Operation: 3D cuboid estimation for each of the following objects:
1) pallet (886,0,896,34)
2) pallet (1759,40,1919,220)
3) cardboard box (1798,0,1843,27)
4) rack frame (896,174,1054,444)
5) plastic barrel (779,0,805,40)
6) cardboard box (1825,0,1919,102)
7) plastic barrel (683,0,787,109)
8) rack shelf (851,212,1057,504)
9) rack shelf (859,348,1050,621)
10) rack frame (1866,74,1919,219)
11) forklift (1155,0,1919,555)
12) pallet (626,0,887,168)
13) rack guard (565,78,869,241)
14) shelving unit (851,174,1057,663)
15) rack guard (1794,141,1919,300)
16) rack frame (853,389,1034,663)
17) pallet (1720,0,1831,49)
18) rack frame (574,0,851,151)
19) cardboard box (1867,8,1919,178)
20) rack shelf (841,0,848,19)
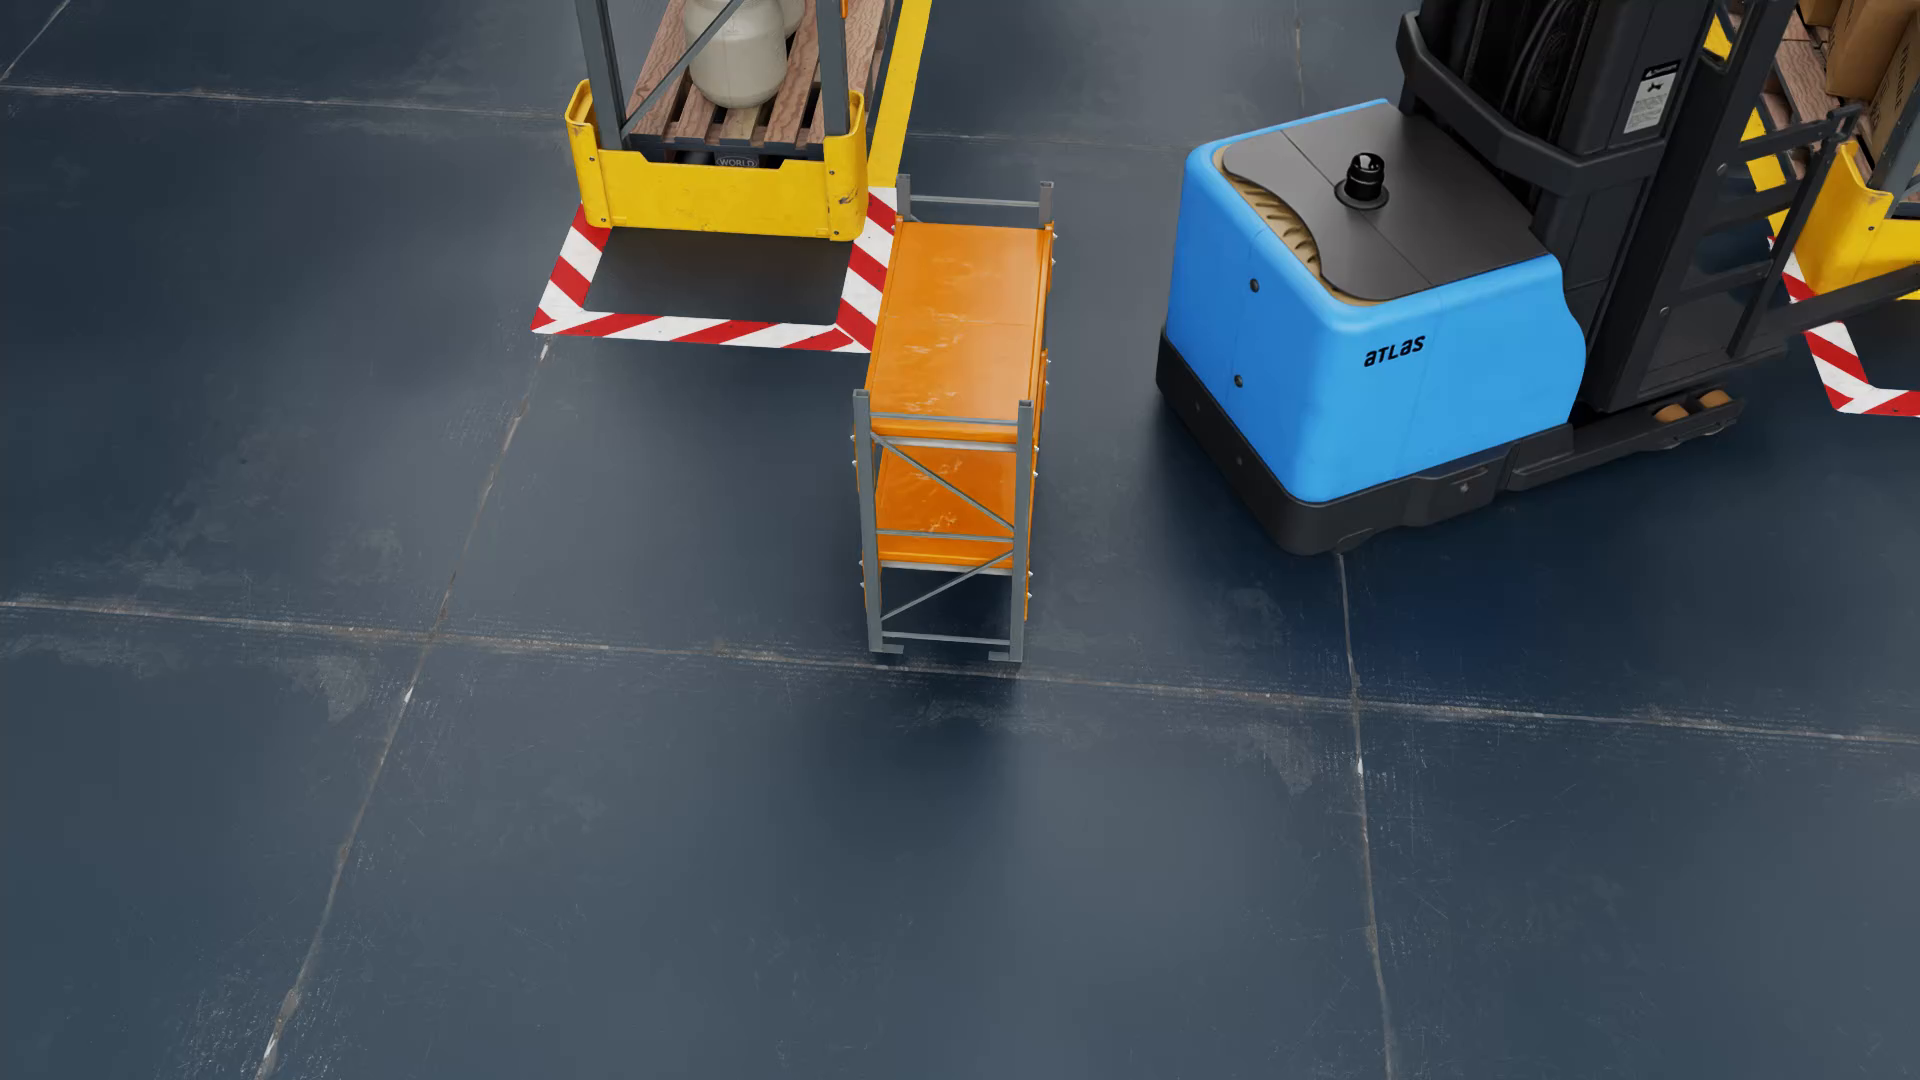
[{"bbox_3d":[-0.787,-2.960,8.315,1.003,0.211,1.213,4,48,4],"label":"pallet"},{"bbox_3d":[4.108,-1.728,7.187,1.003,0.211,1.213,4,48,4],"label":"pallet"},{"bbox_3d":[4.162,-2.675,7.573,0.500,0.500,0.500,8,48,7],"label":"cardboard box"},{"bbox_3d":[0.047,-0.758,5.681,0.500,1.125,0.032,4,48,4],"label":"rack frame"},{"bbox_3d":[-0.911,-2.511,7.415,0.421,0.512,0.421,0,48,0],"label":"plastic barrel"},{"bbox_3d":[4.086,-2.216,7.154,0.500,0.500,0.500,15,49,14],"label":"cardboard box"},{"bbox_3d":[-0.956,-2.143,7.078,0.421,0.512,0.421,0,48,0],"label":"plastic barrel"},{"bbox_3d":[0.001,-0.582,5.123,0.538,0.278,1.000,4,48,4],"label":"rack shelf"},{"bbox_3d":[0.001,-0.220,5.520,0.538,0.278,1.000,4,48,4],"label":"rack shelf"},{"bbox_3d":[3.992,-2.019,5.564,1.000,3.000,0.127,4,48,4],"label":"rack frame"},{"bbox_3d":[2.294,-1.660,5.282,3.031,2.935,1.130,-18,50,-15],"label":"forklift"},{"bbox_3d":[-0.901,-2.066,7.497,1.003,0.211,1.213,4,48,4],"label":"pallet"},{"bbox_3d":[-0.980,-1.567,6.845,1.175,0.500,0.348,4,48,4],"label":"rack guard"},{"bbox_3d":[0.001,-0.385,5.339,0.538,1.125,1.048,4,48,4],"label":"shelving unit"},{"bbox_3d":[3.999,-1.231,6.537,1.175,0.500,0.348,4,48,4],"label":"rack guard"},{"bbox_3d":[-0.046,-0.011,4.998,0.500,1.125,0.032,4,48,4],"label":"rack frame"},{"bbox_3d":[4.222,-2.622,8.005,1.003,0.211,1.213,4,48,4],"label":"pallet"},{"bbox_3d":[-0.940,-2.352,5.868,1.000,3.000,0.127,4,48,4],"label":"rack frame"},{"bbox_3d":[4.066,-1.775,6.750,0.500,0.500,0.500,12,49,11],"label":"cardboard box"},{"bbox_3d":[-0.758,-3.579,7.478,1.077,0.370,4.000,4,48,4],"label":"rack shelf"}]
